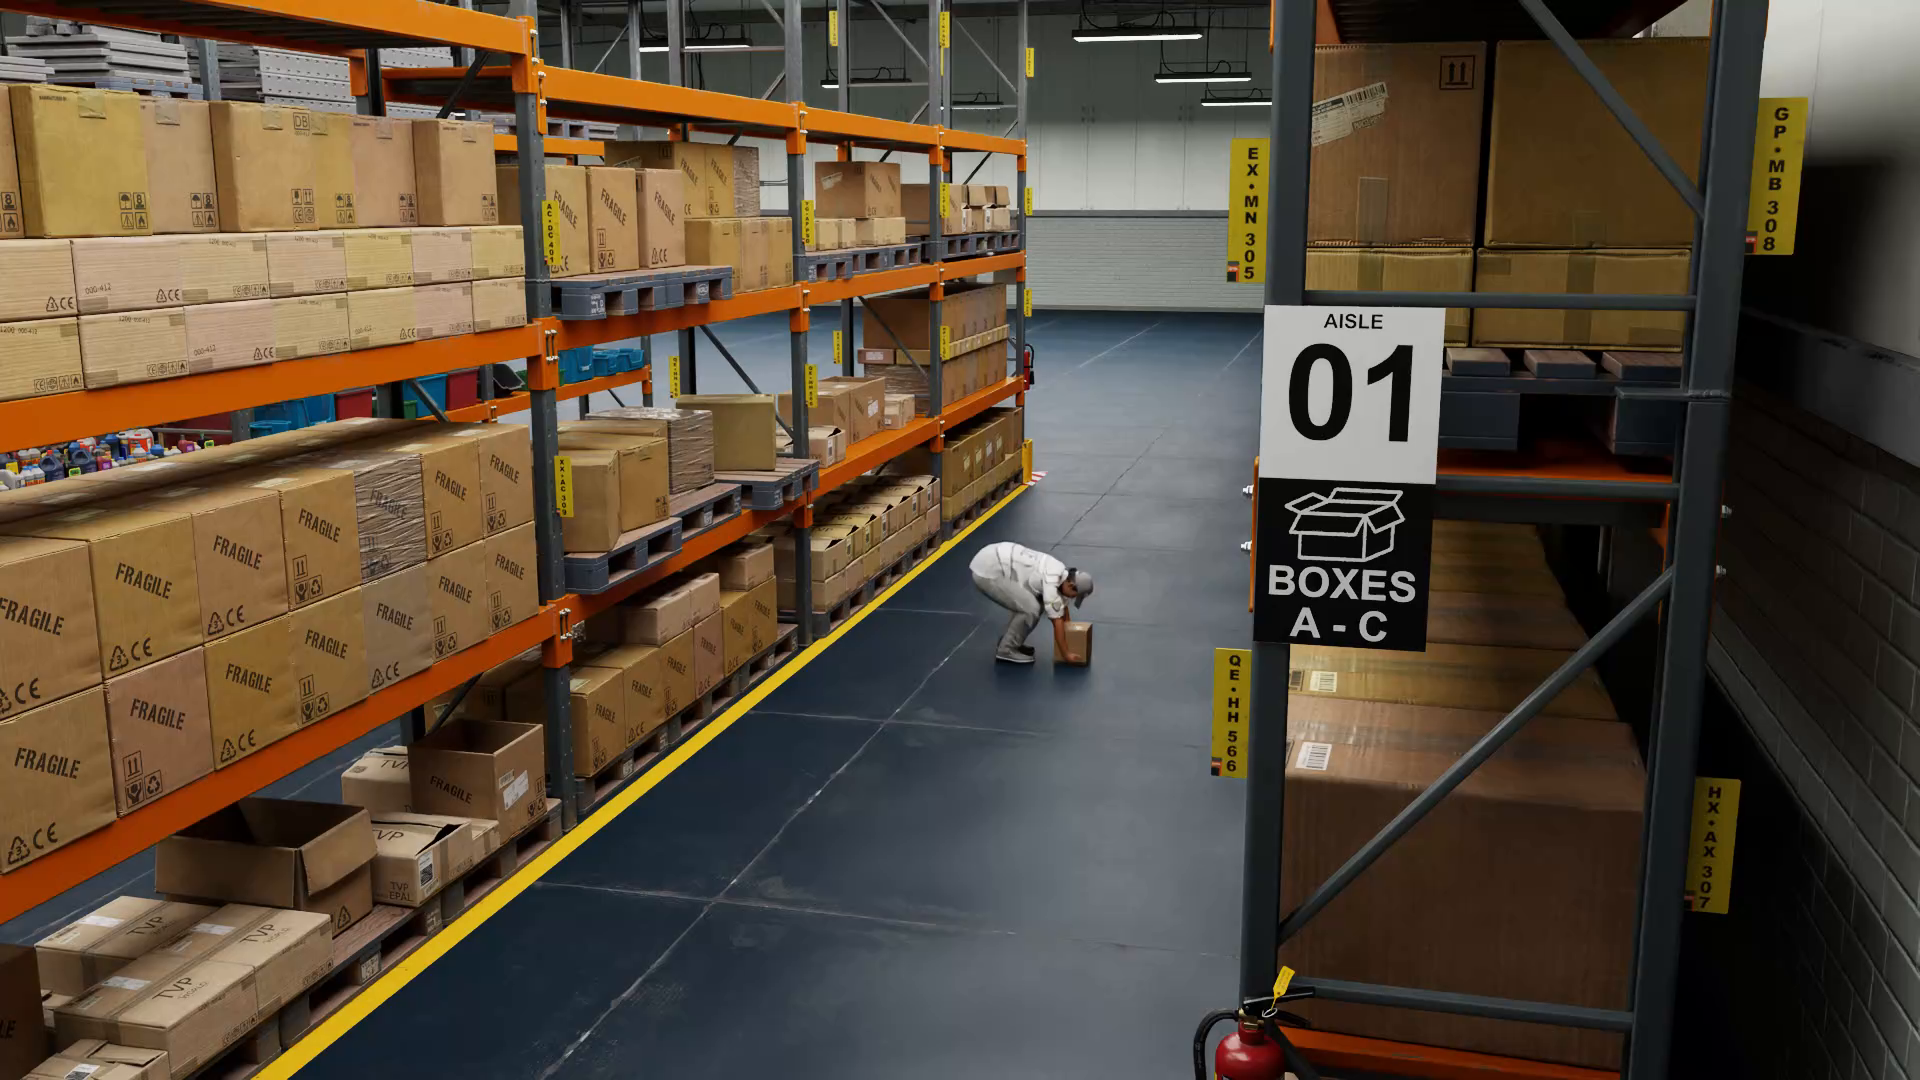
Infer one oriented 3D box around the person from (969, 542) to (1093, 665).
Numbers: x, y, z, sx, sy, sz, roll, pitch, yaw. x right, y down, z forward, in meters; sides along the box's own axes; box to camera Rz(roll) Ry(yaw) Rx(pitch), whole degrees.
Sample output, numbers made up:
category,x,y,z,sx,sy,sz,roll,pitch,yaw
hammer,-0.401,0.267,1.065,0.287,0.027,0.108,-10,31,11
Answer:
category,x,y,z,sx,sy,sz,roll,pitch,yaw
person,0.544,0.468,12.606,0.936,0.885,0.513,2,12,11
